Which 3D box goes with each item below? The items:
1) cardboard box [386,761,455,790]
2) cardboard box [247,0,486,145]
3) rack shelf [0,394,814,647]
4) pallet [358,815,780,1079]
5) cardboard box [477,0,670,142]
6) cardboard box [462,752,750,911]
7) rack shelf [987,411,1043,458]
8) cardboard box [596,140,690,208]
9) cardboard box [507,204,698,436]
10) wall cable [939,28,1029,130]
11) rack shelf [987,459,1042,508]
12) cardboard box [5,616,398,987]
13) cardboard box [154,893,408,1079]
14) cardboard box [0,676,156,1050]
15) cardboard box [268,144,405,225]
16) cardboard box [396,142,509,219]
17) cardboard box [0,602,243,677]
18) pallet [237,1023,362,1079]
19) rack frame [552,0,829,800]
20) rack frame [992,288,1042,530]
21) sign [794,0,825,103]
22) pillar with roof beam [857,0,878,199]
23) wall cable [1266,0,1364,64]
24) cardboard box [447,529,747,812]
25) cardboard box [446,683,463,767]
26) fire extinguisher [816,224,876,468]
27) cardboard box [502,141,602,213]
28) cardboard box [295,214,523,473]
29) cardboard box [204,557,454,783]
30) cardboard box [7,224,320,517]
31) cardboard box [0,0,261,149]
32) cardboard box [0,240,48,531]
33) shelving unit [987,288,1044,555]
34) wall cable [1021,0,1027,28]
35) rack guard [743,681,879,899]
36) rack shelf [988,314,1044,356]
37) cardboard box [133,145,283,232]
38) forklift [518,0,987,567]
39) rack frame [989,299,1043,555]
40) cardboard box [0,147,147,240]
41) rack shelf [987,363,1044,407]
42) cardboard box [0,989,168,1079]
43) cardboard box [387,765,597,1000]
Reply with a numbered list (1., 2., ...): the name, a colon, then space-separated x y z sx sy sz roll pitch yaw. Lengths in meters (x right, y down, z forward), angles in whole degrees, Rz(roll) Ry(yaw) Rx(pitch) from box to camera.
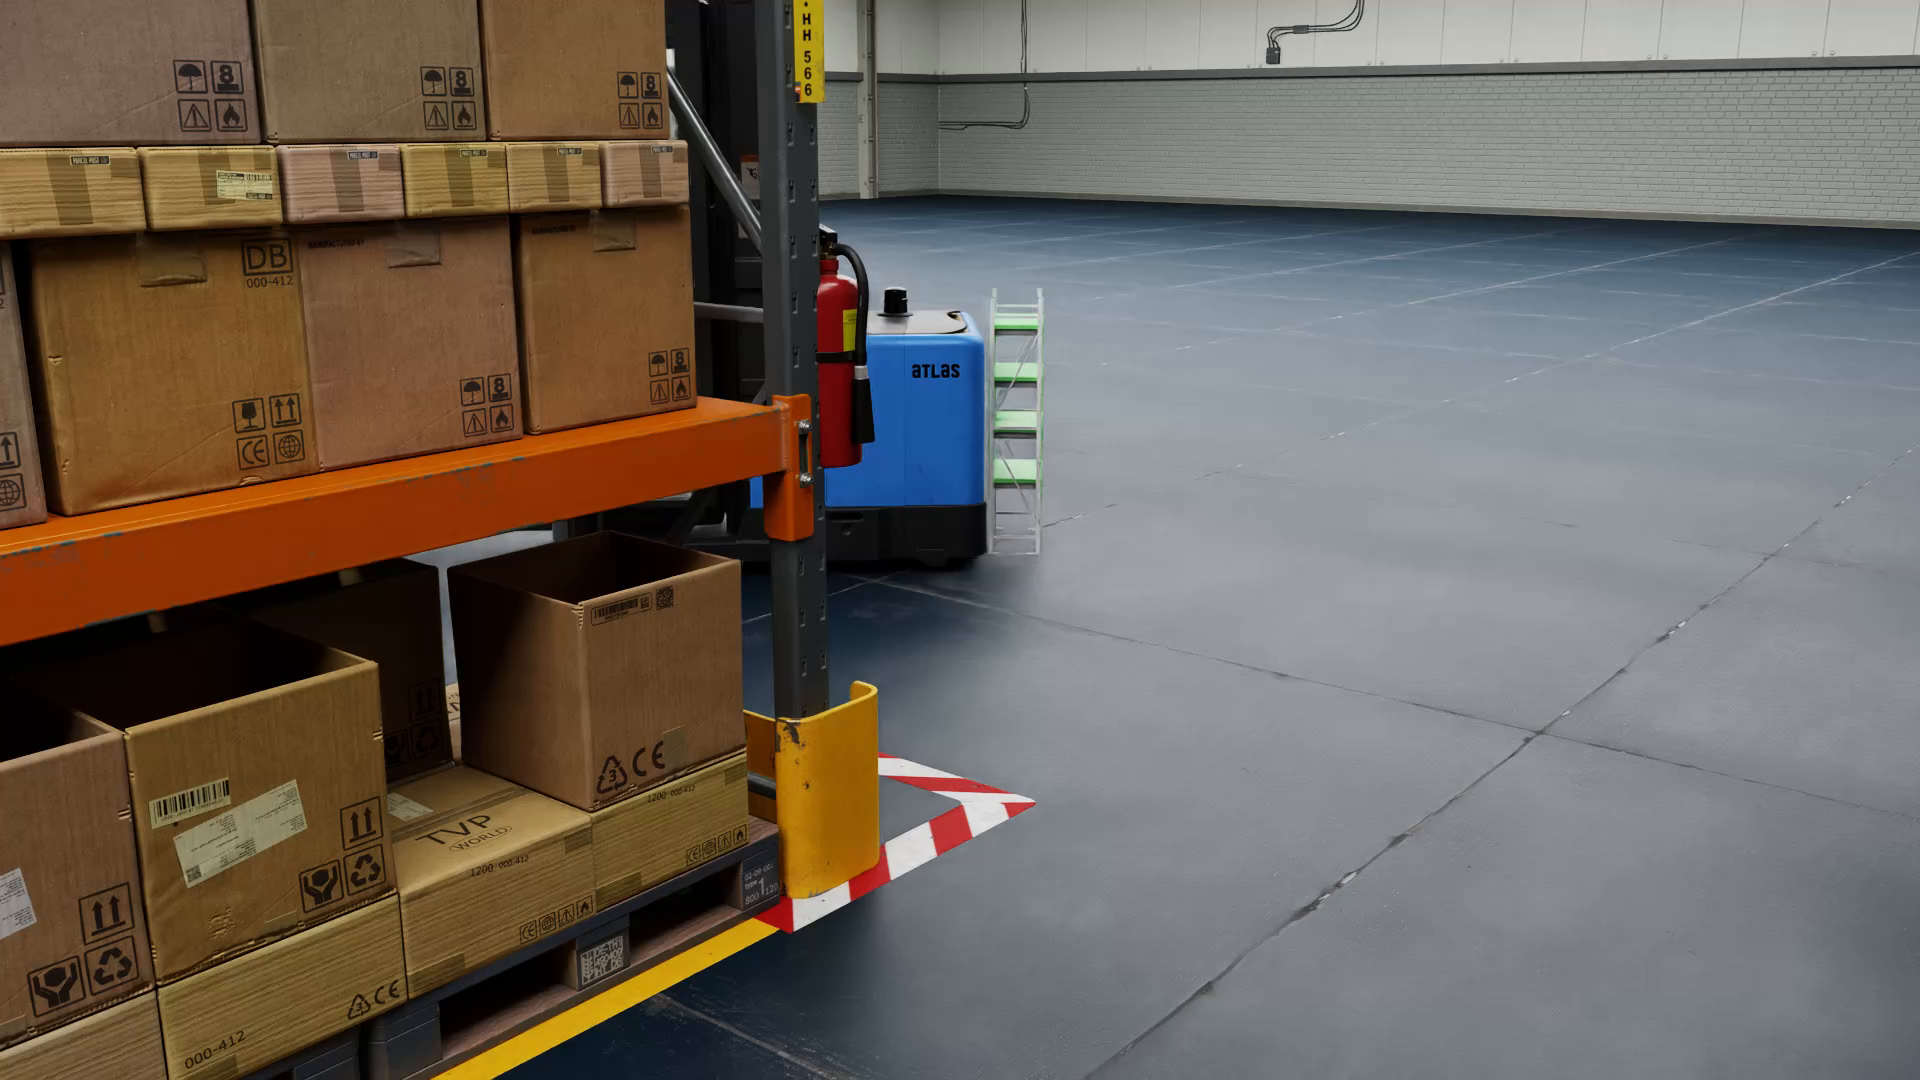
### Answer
1. cardboard box: -1.596 0.676 4.102 0.500 0.250 0.500 11 18 38
2. cardboard box: -1.438 -1.096 3.507 0.700 0.500 0.500 11 18 36
3. rack shelf: -2.032 0.114 3.044 1.077 0.370 4.000 11 18 38
4. pallet: -1.223 0.886 4.204 1.003 0.211 1.213 11 18 38
5. cardboard box: -1.111 -1.198 3.907 0.700 0.500 0.500 11 18 38
6. cardboard box: -0.882 0.660 4.166 0.500 0.250 0.500 11 18 38
7. rack shelf: 0.266 -0.513 7.964 0.258 0.148 0.480 1 14 2
8. cardboard box: -0.867 -0.878 3.967 0.380 0.149 0.250 11 18 37
9. cardboard box: -1.078 -0.579 4.107 0.700 0.500 0.500 11 18 38
10. wall cable: 0.548 -11.966 43.257 3.097 2.526 0.112 11 18 38
11. rack shelf: 0.266 -0.280 8.023 0.258 0.148 0.480 1 14 2
12. cardboard box: -1.498 0.490 3.309 0.500 0.500 0.500 11 18 38
13. cardboard box: -1.500 0.853 3.403 0.500 0.250 0.500 11 18 38
14. cardboard box: -1.813 0.586 2.933 0.500 0.500 0.500 11 18 38
15. cardboard box: -1.351 -0.731 3.387 0.380 0.149 0.250 12 18 38
16. cardboard box: -1.191 -0.779 3.576 0.380 0.149 0.250 11 18 37
17. cardboard box: -1.902 0.410 3.626 0.500 0.500 0.500 11 18 38
18. pallet: -1.990 1.119 3.289 1.003 0.211 1.213 11 18 38
19. rack frame: -0.775 -0.618 4.463 1.000 3.000 0.127 11 18 38
20. rack frame: 0.276 -0.635 8.185 0.240 1.200 0.015 1 14 2
21. sign: -0.362 -1.207 3.950 0.100 0.325 0.005 11 18 38
22. pillar with roof beam: 1.016 -12.445 38.837 9.100 9.000 0.400 11 18 38
23. wall cable: 7.922 -13.647 36.661 2.305 6.003 0.169 11 18 38
24. cardboard box: -0.880 0.297 4.072 0.500 0.500 0.500 11 18 38
25. cardboard box: -1.285 0.579 4.481 0.500 0.250 0.500 11 18 38
26. fire extinguisher: -0.339 -0.531 4.279 0.296 0.674 0.183 11 18 38
27. cardboard box: -1.030 -0.828 3.769 0.380 0.149 0.250 12 18 39
28. cardboard box: -1.405 -0.478 3.708 0.700 0.500 0.500 12 18 39
29. cardboard box: -1.598 0.312 4.011 0.500 0.500 0.500 11 18 38
30. cardboard box: -1.721 -0.383 3.337 0.700 0.500 0.500 11 18 38
31. cardboard box: -1.754 -0.999 3.127 0.700 0.500 0.500 11 18 38
32. cardboard box: -2.049 -0.282 2.938 0.700 0.500 0.500 12 19 39
33. shelving unit: 0.266 -0.575 7.949 0.258 1.200 0.503 1 14 2
34. wall cable: 2.652 -13.995 40.987 3.097 2.526 0.112 11 18 38
35. rack guard: -0.760 0.589 4.789 1.175 0.500 0.348 11 18 38
36. rack shelf: 0.266 -0.978 7.846 0.258 0.148 0.480 1 14 2
37. cardboard box: -1.515 -0.681 3.189 0.380 0.149 0.250 12 19 39
38. forklift: -1.415 -1.382 7.612 3.031 2.935 1.130 -1 14 -3
39. rack frame: 0.256 -0.515 7.712 0.240 1.200 0.015 1 14 2
40. cardboard box: -1.679 -0.630 2.990 0.380 0.149 0.250 12 18 39
41. rack shelf: 0.266 -0.745 7.905 0.258 0.148 0.480 1 14 2
42. cardboard box: -1.816 0.949 3.028 0.500 0.250 0.500 11 18 38
43. cardboard box: -1.187 0.757 3.781 0.500 0.250 0.500 11 18 38
